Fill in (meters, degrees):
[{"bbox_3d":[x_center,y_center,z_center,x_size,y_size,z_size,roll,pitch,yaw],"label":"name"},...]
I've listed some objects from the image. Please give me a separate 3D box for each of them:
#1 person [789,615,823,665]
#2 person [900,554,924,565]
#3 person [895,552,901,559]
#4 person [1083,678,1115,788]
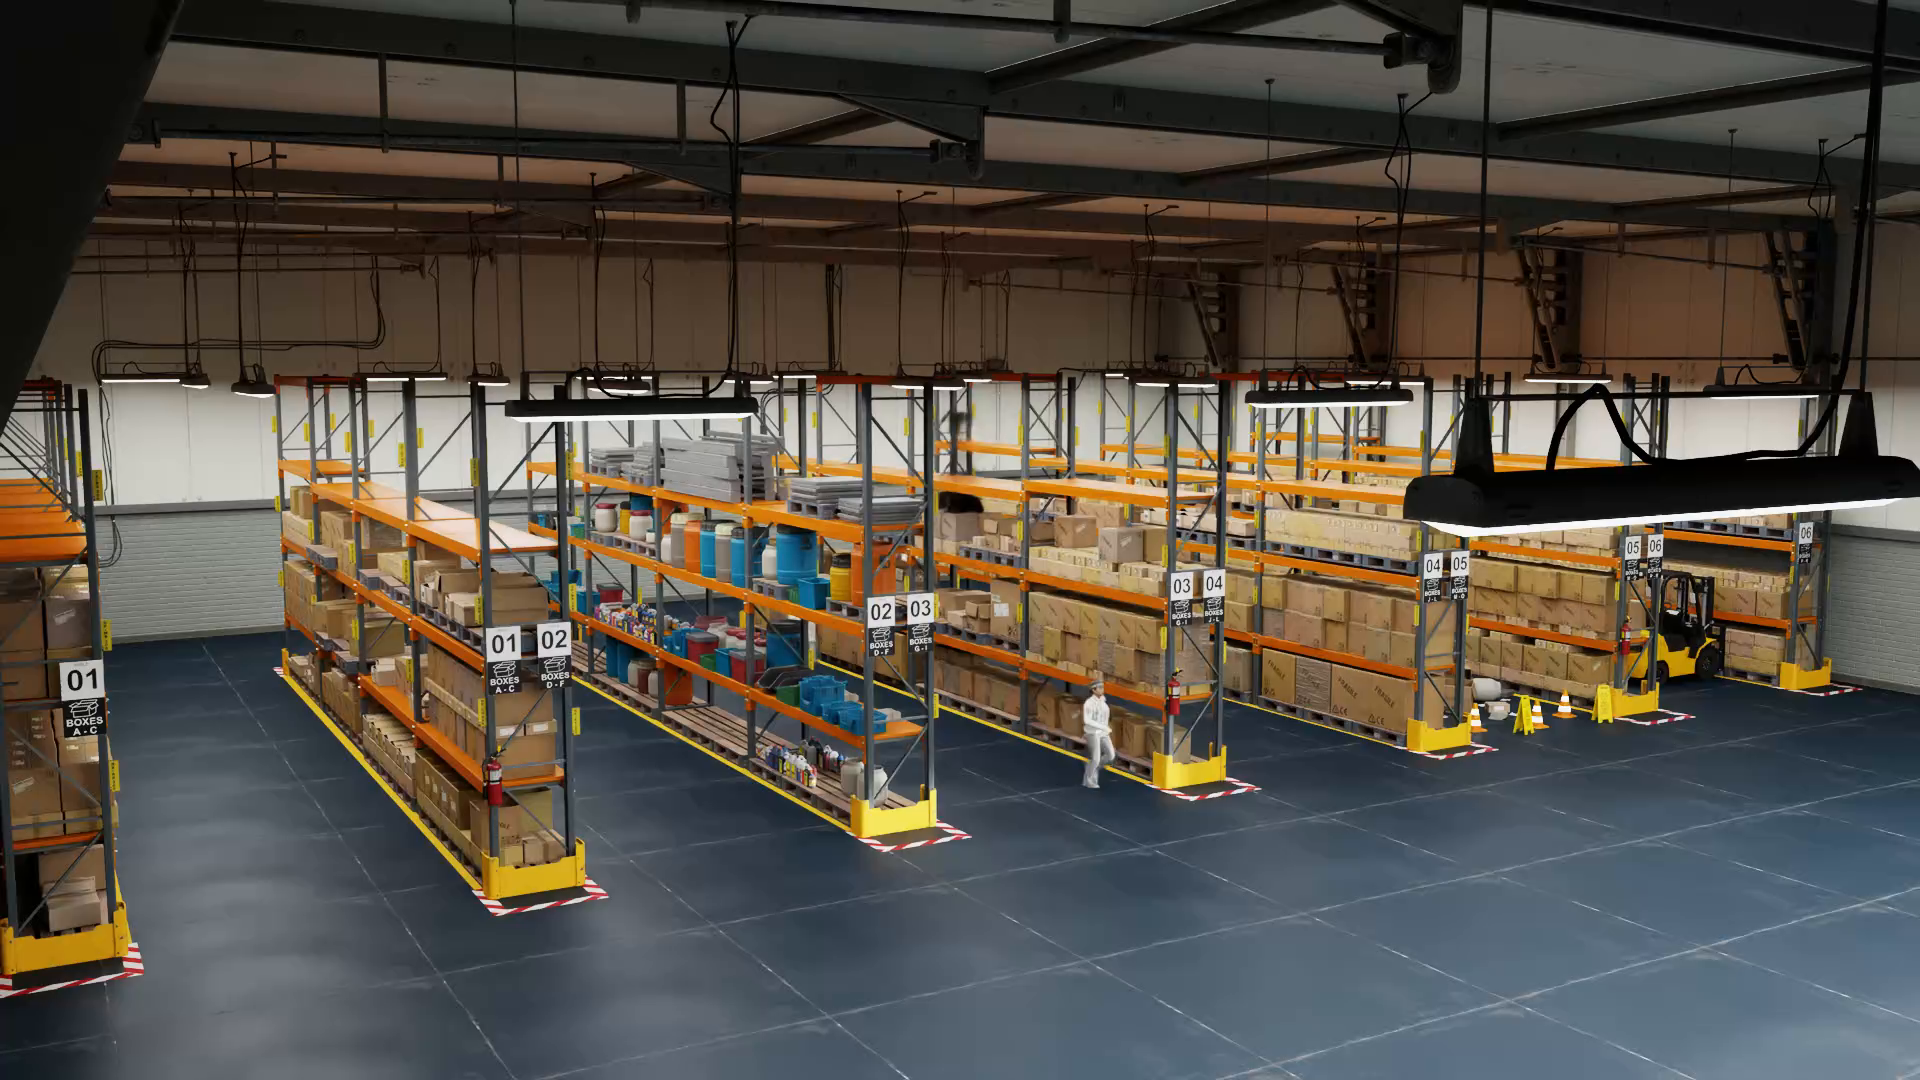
[{"bbox_3d":[-3.010,1.955,32.271,0.703,1.720,0.588,-3,7,-25],"label":"person"},{"bbox_3d":[-1.253,0.903,41.766,0.686,1.733,0.601,2,6,15],"label":"person"},{"bbox_3d":[-1.533,1.102,40.382,0.592,1.671,0.855,0,6,-4],"label":"person"},{"bbox_3d":[2.061,2.831,24.388,0.561,1.650,0.656,5,8,41],"label":"person"}]
